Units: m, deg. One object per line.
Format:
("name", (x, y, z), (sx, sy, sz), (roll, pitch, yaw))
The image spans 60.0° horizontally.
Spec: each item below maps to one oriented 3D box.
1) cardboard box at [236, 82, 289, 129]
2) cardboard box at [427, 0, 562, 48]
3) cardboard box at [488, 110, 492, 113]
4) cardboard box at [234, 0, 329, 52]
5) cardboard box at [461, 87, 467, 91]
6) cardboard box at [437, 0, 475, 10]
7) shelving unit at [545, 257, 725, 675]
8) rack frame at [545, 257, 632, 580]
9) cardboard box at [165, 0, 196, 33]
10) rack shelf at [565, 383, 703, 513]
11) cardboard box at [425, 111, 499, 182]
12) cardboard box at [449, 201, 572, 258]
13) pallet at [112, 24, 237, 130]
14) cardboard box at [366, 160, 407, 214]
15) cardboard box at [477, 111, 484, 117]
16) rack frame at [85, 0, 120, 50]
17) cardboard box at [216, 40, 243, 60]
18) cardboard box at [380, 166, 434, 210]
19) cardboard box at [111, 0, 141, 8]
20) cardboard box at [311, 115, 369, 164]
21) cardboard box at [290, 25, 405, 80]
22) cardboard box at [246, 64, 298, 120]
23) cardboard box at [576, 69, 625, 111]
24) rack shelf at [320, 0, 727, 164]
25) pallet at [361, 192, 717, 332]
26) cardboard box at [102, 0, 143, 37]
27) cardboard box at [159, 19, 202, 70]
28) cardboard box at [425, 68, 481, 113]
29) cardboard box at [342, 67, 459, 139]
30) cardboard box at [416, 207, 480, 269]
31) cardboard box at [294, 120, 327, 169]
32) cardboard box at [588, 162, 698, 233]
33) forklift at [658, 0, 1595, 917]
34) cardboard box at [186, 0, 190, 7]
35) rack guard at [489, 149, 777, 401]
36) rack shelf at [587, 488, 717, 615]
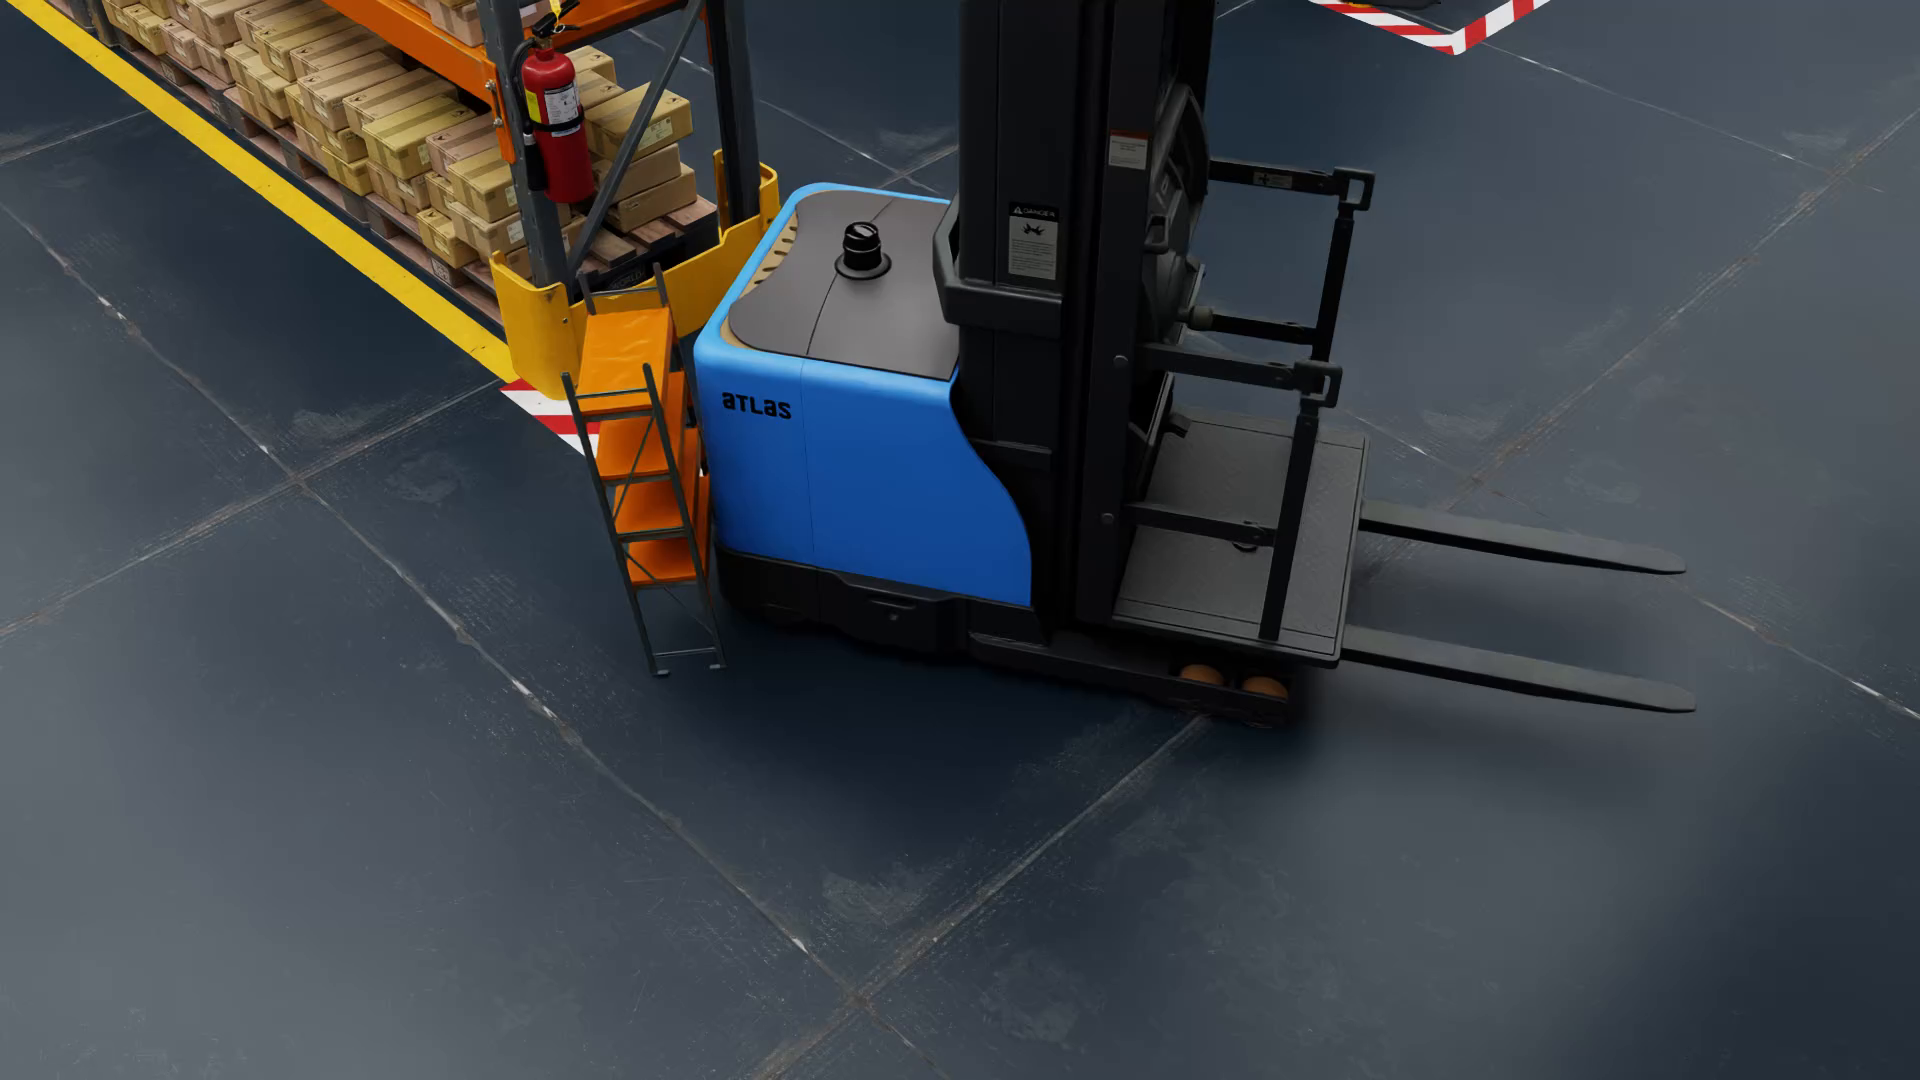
("cardboard box", (-3.027, -2.035, 7.533), (0.250, 0.149, 0.380), (33, 52, 30))
("cardboard box", (-1.607, -1.868, 5.746), (0.380, 0.149, 0.250), (-34, 53, -31))
("cardboard box", (-1.754, -1.764, 7.021), (0.380, 0.149, 0.250), (-33, 52, -31))
("cardboard box", (-2.966, -2.296, 7.377), (0.250, 0.149, 0.380), (32, 51, 30))
("cardboard box", (-1.907, -2.016, 7.074), (0.250, 0.149, 0.380), (32, 51, 30))
("cardboard box", (-1.676, -2.177, 5.603), (0.500, 0.500, 0.500), (-33, 52, -31))
("shelving unit", (-0.978, -0.200, 5.083), (0.258, 1.200, 0.503), (-19, 46, -19))
("rack frame", (-1.088, -0.348, 5.242), (0.240, 1.200, 0.015), (-19, 46, -19))
("cardboard box", (-3.532, -2.571, 7.894), (0.250, 0.149, 0.380), (34, 52, 31))
("rack shelf", (-0.978, -0.315, 4.976), (0.258, 0.148, 0.480), (-19, 46, -19))
("cardboard box", (-1.867, -1.546, 6.565), (0.380, 0.149, 0.250), (-33, 52, -31))
("cardboard box", (-1.752, -1.272, 6.488), (0.250, 0.149, 0.380), (33, 52, 30))
("pallet", (-3.502, -2.531, 8.333), (1.003, 0.211, 1.213), (-34, 53, -31))
("cardboard box", (-2.259, -1.555, 7.013), (0.380, 0.149, 0.250), (-34, 52, -31))
("cardboard box", (-2.094, -1.906, 7.393), (0.380, 0.149, 0.250), (-34, 52, -31))
("rack frame", (-4.002, -3.861, 7.718), (1.000, 3.000, 0.127), (-34, 53, -31))
("cardboard box", (-3.166, -2.297, 7.597), (0.380, 0.149, 0.250), (-32, 51, -30))
("cardboard box", (-2.120, -1.521, 6.758), (0.250, 0.149, 0.380), (32, 52, 30))
("cardboard box", (-3.972, -2.750, 8.087), (0.380, 0.149, 0.250), (-32, 51, -30))
("cardboard box", (-2.495, -1.763, 7.020), (0.380, 0.149, 0.250), (-33, 52, -31))
("cardboard box", (-2.614, -2.046, 7.107), (0.250, 0.149, 0.380), (32, 52, 30))
("cardboard box", (-2.877, -2.015, 7.292), (0.380, 0.149, 0.250), (-34, 52, -31))
("cardboard box", (-1.586, -1.754, 6.791), (0.380, 0.149, 0.250), (-33, 52, -31))
("rack shelf", (-2.589, -2.635, 6.922), (1.077, 0.370, 4.000), (-34, 53, -31))
("pallet", (-1.779, -1.358, 7.064), (1.003, 0.211, 1.213), (-34, 53, -31))
("cardboard box", (-3.972, -2.639, 8.187), (0.250, 0.149, 0.380), (32, 51, 30))
("cardboard box", (-3.572, -2.417, 7.946), (0.250, 0.149, 0.380), (34, 52, 31))
("cardboard box", (-2.113, -2.021, 7.299), (0.250, 0.149, 0.380), (32, 51, 30))
("cardboard box", (-2.278, -1.764, 6.802), (0.250, 0.149, 0.380), (32, 52, 30))
("cardboard box", (-1.949, -1.274, 6.710), (0.380, 0.149, 0.250), (-32, 52, -30))
("cardboard box", (-2.662, -1.788, 7.266), (0.380, 0.149, 0.250), (-33, 52, -31))
("cardboard box", (-1.320, -1.451, 6.901), (0.380, 0.149, 0.250), (-33, 52, -31))
("forklift", (0.464, -0.787, 4.442), (3.031, 2.935, 1.130), (32, 51, 30))
("cardboard box", (-3.339, -2.549, 7.651), (0.250, 0.149, 0.380), (33, 52, 30))
("rack guard", (-1.230, -1.057, 6.526), (1.175, 0.500, 0.348), (-34, 53, -31))
("rack shelf", (-0.978, -0.005, 5.263), (0.258, 0.148, 0.480), (-19, 46, -19))
